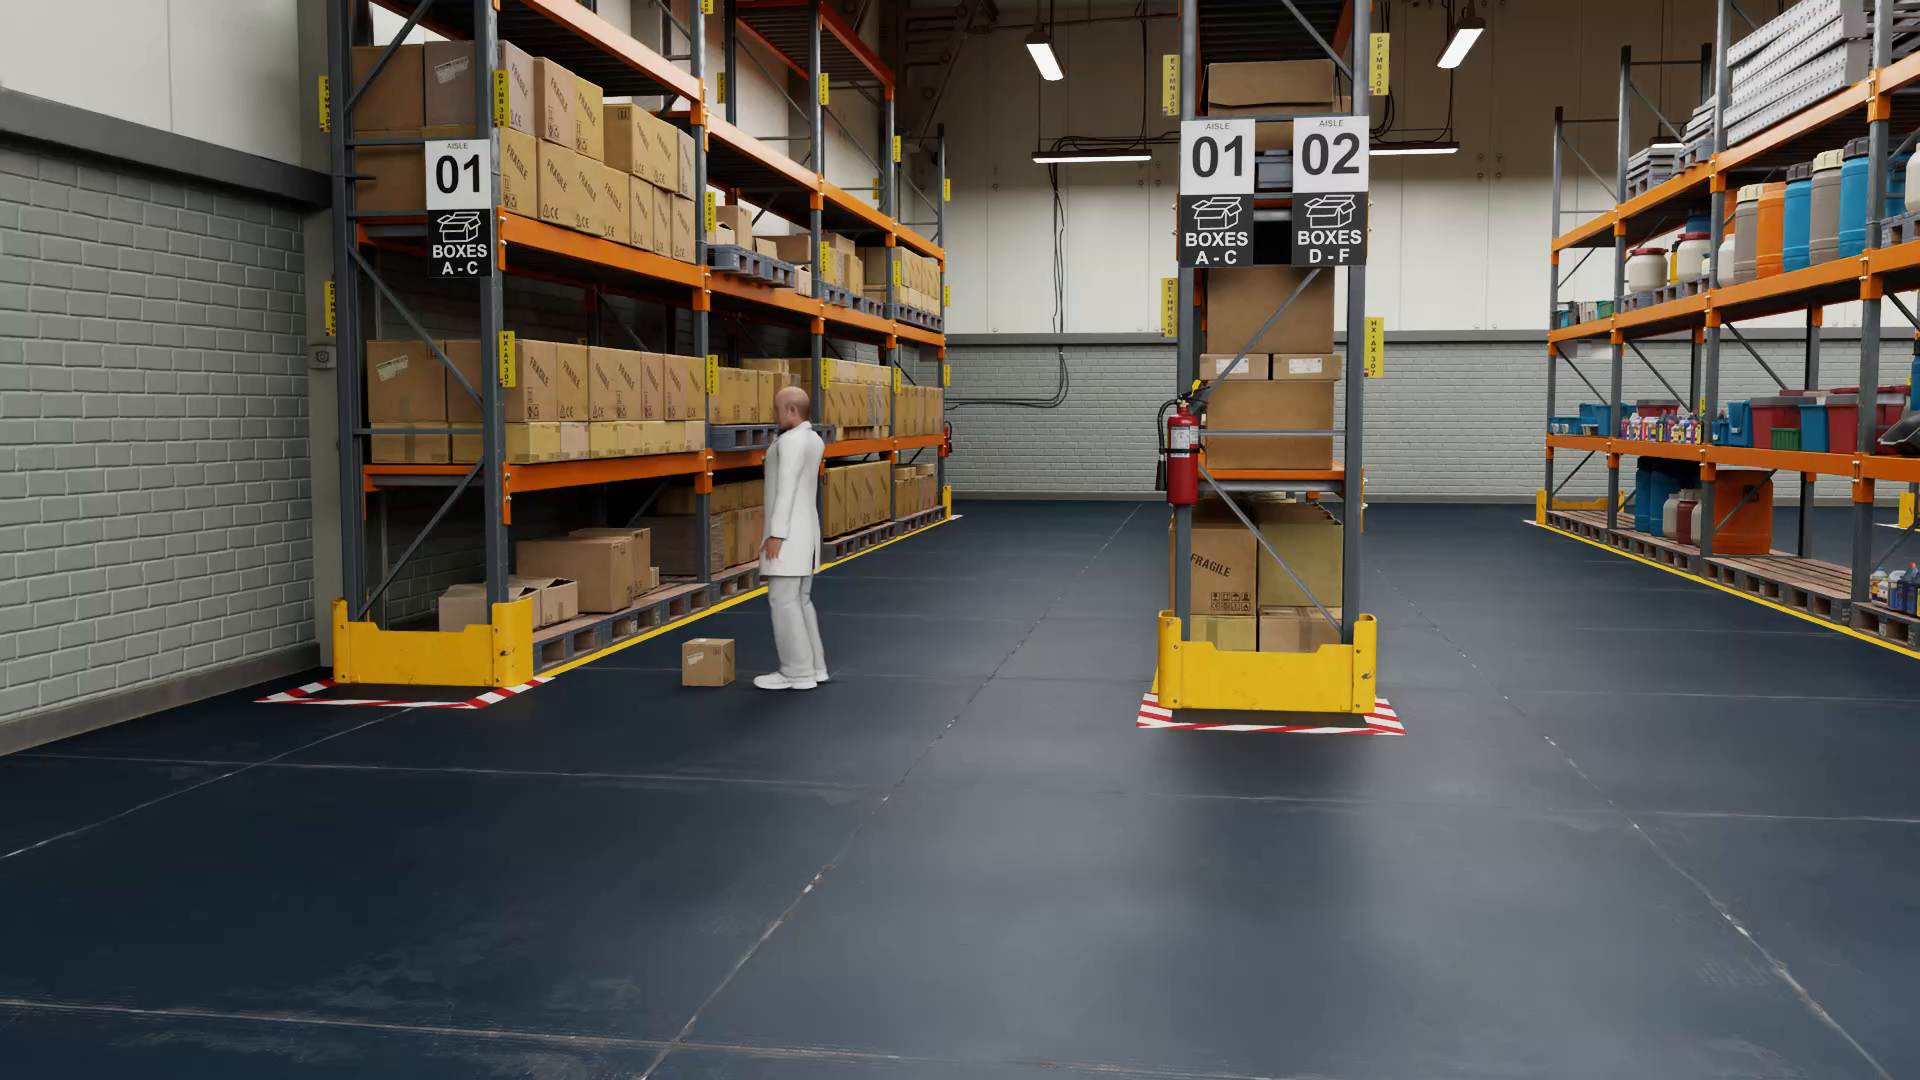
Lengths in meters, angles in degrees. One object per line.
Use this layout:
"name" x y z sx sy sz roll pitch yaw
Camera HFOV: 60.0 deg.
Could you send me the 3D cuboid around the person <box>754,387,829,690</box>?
"person" -1.007 0.021 9.822 0.385 1.718 0.562 1 4 10
